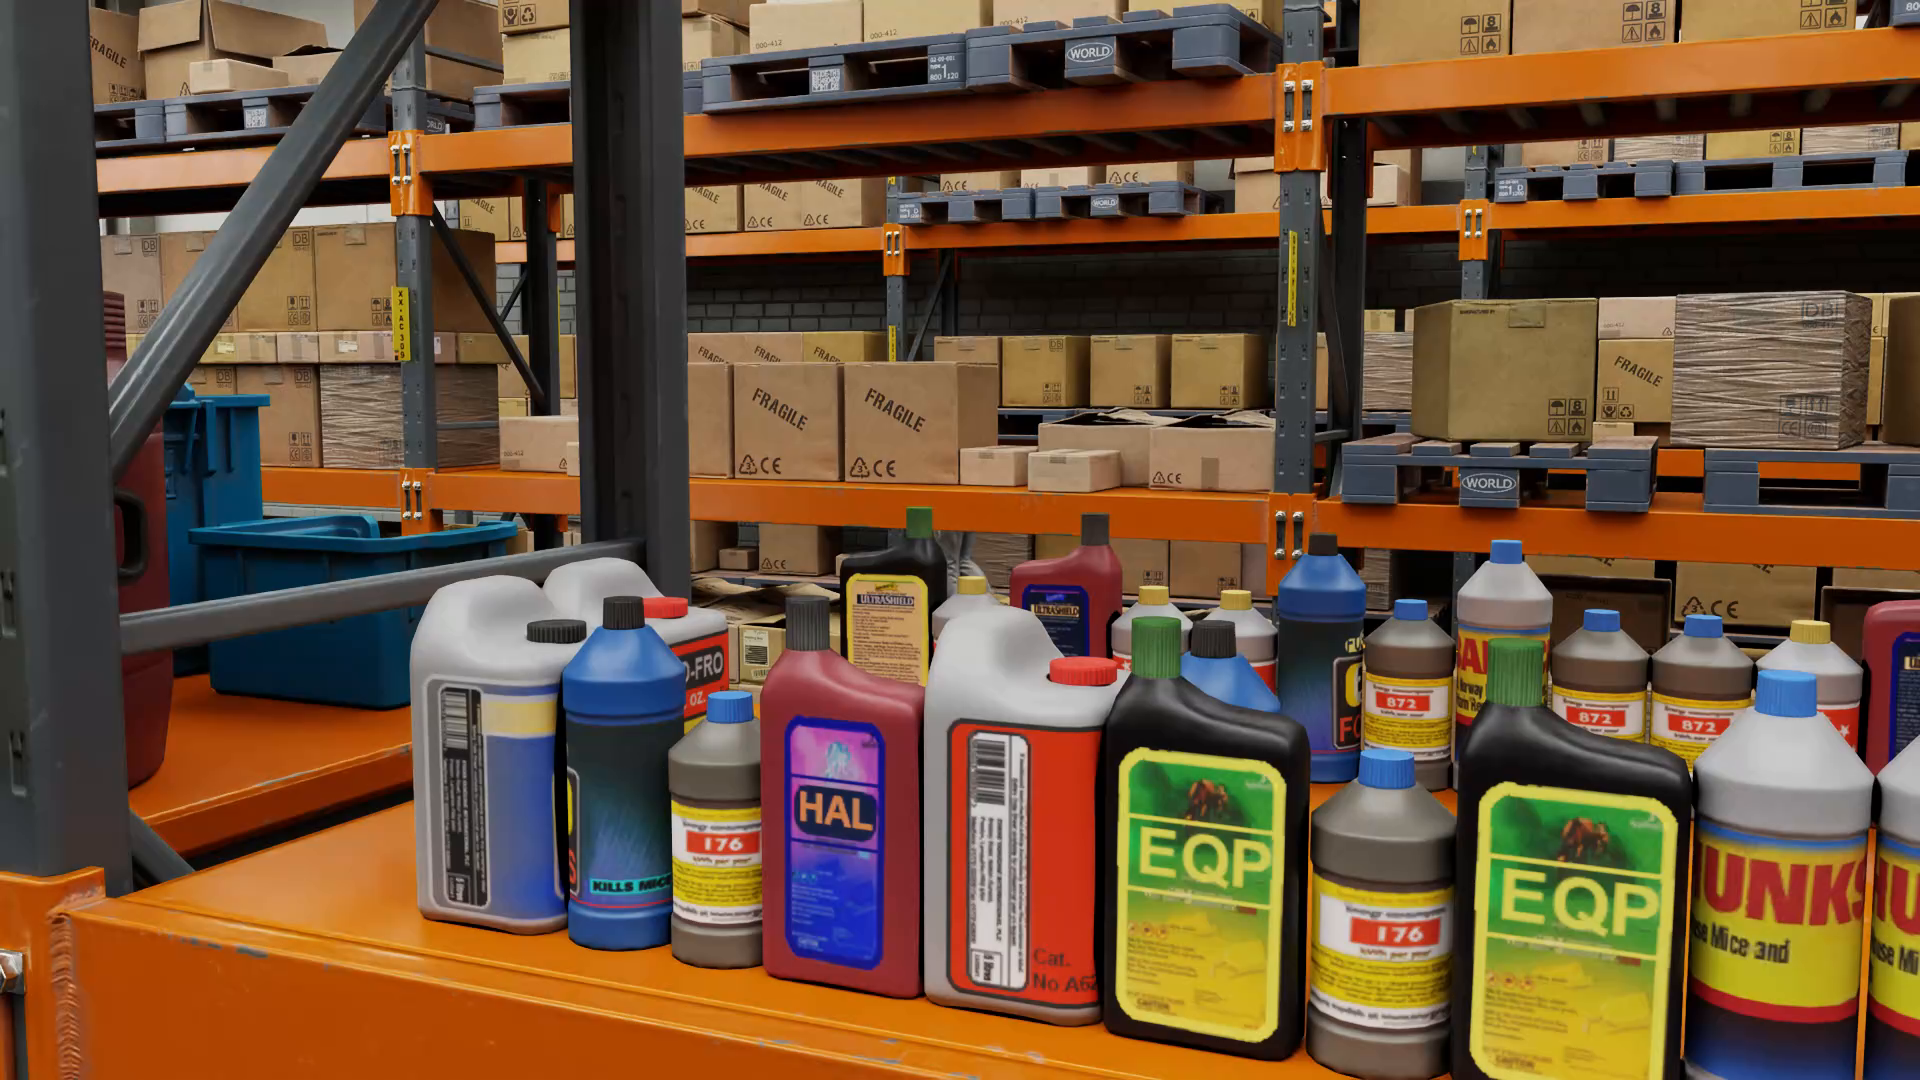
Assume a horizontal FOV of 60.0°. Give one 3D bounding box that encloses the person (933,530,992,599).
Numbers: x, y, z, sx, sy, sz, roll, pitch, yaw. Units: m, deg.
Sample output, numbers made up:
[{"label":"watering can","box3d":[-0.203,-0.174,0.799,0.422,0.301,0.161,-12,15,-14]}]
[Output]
[{"label":"person","box3d":[0.007,-0.182,10.871,0.509,1.668,0.497,4,7,36]}]
